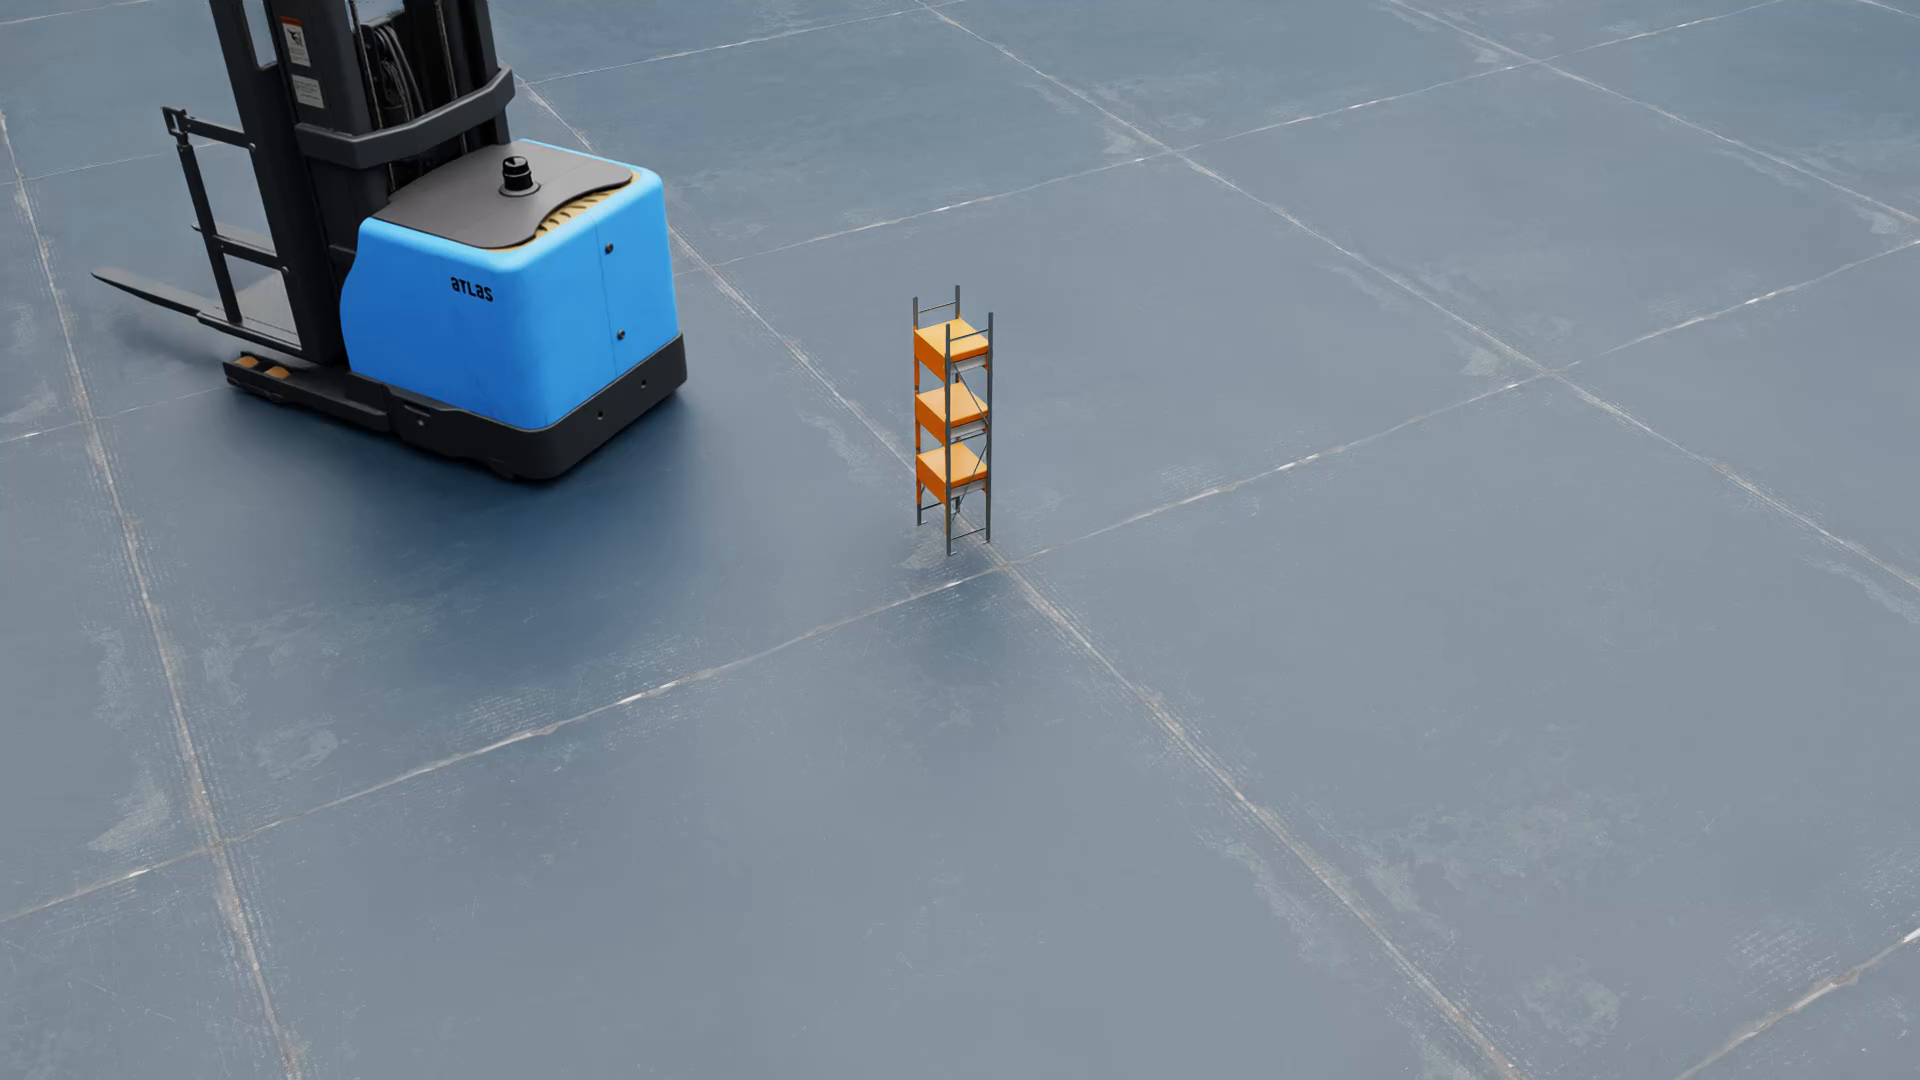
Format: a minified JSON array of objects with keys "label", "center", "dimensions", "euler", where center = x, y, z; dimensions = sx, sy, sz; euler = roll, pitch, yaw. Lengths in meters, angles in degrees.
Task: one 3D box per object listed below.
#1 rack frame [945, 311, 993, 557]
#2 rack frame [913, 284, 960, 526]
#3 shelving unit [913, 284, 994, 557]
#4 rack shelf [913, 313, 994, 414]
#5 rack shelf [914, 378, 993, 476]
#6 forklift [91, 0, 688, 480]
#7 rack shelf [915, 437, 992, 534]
[{"label":"rack frame","center":[0.034,-0.389,6.393],"dimensions":[0.200,1.050,0.008],"euler":[-19,40,-24]},{"label":"rack frame","center":[-0.088,-0.513,6.563],"dimensions":[0.200,1.050,0.008],"euler":[-19,40,-24]},{"label":"shelving unit","center":[-0.027,-0.451,6.478],"dimensions":[0.215,1.050,0.252],"euler":[-19,40,-24]},{"label":"rack shelf","center":[-0.027,-0.672,6.317],"dimensions":[0.215,0.259,0.240],"euler":[-19,40,-24]},{"label":"rack shelf","center":[-0.027,-0.443,6.484],"dimensions":[0.215,0.259,0.240],"euler":[-19,40,-24]},{"label":"forklift","center":[-2.793,-2.060,7.085],"dimensions":[3.031,2.935,1.130],"euler":[18,40,23]},{"label":"rack shelf","center":[-0.027,-0.218,6.648],"dimensions":[0.215,0.259,0.240],"euler":[-19,40,-24]}]
